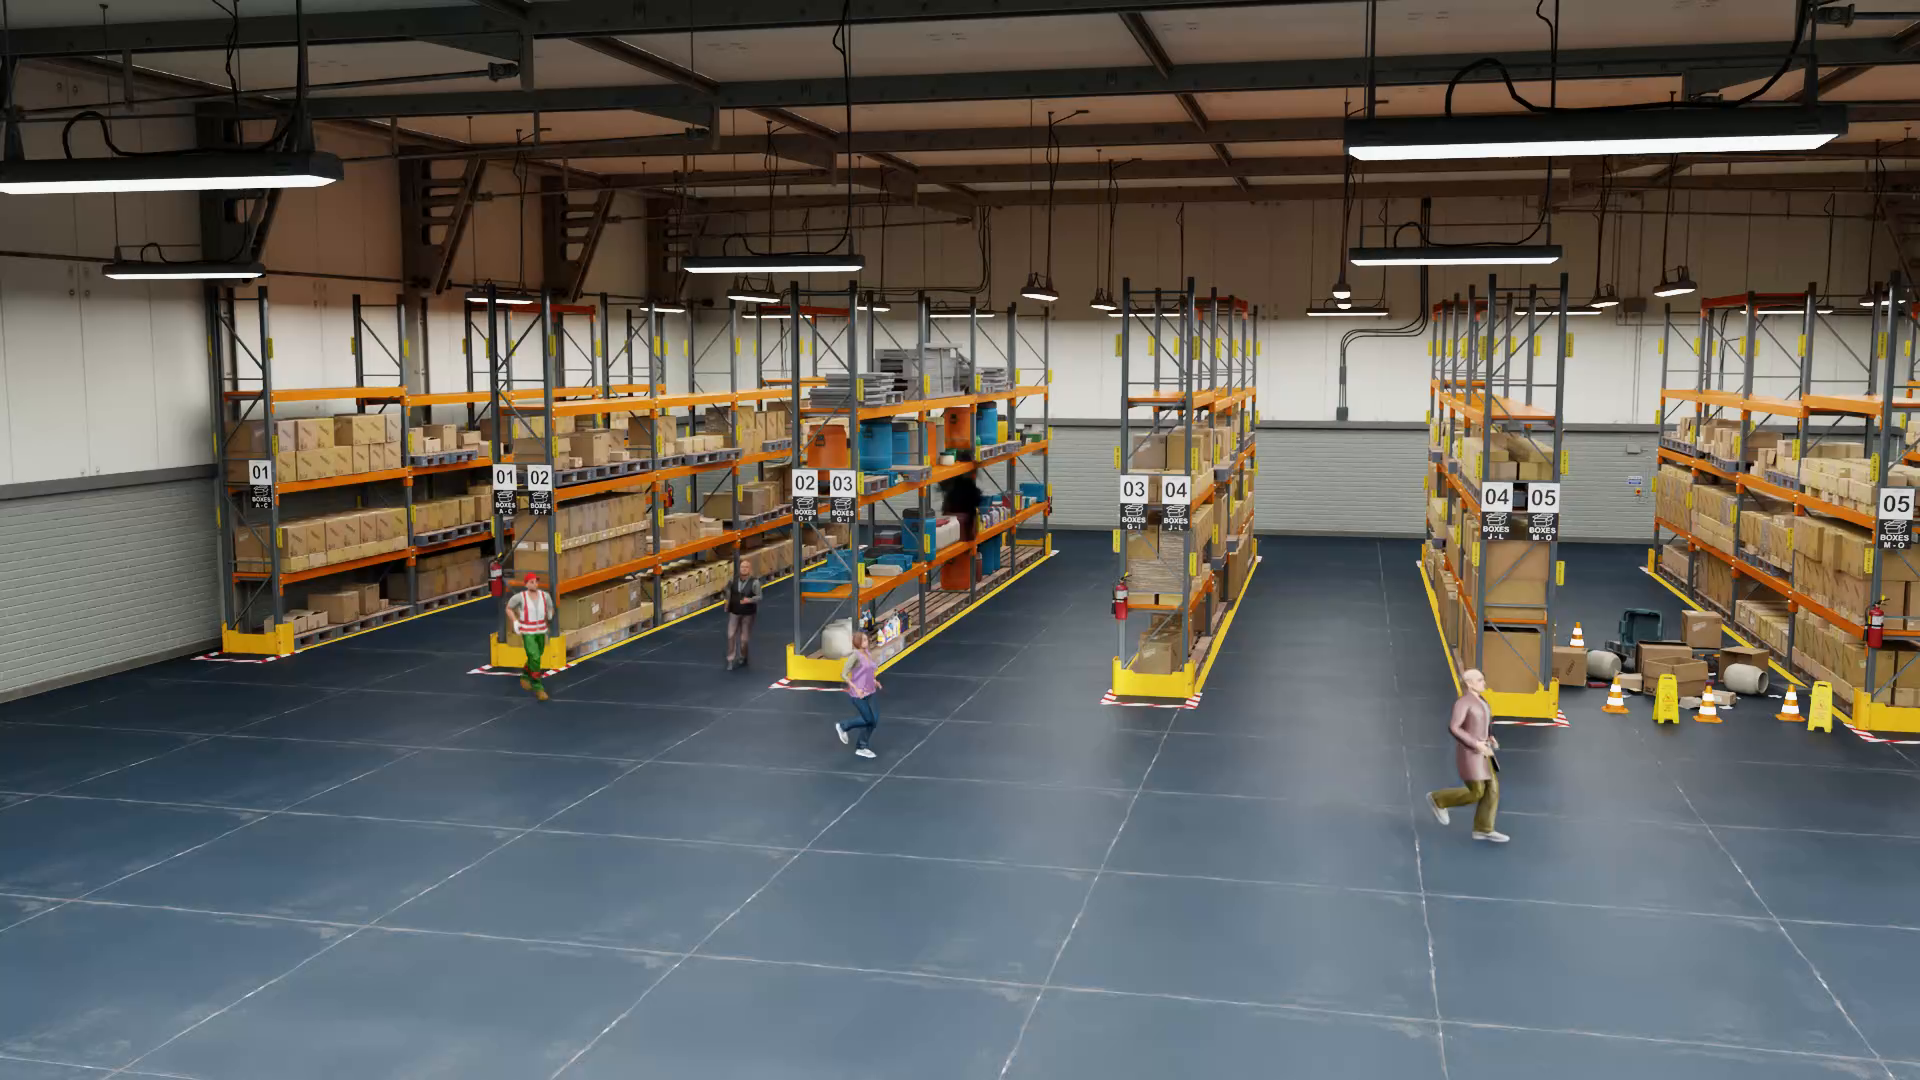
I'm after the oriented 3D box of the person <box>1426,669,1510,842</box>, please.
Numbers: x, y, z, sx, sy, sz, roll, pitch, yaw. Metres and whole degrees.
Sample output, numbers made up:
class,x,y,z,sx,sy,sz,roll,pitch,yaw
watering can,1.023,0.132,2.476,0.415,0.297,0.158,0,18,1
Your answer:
class,x,y,z,sx,sy,sz,roll,pitch,yaw
person,5.224,2.204,17.003,0.865,1.703,0.726,5,8,39

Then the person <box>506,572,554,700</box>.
class,x,y,z,sx,sy,sz,roll,pitch,yaw
person,-6.119,1.342,23.865,0.645,1.787,0.921,-6,9,-42

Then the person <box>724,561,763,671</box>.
class,x,y,z,sx,sy,sz,roll,pitch,yaw
person,-3.398,1.193,26.053,0.638,1.749,0.738,0,7,3

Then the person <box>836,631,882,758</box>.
class,x,y,z,sx,sy,sz,roll,pitch,yaw
person,-1.243,1.894,20.478,0.549,1.557,0.538,4,8,30
